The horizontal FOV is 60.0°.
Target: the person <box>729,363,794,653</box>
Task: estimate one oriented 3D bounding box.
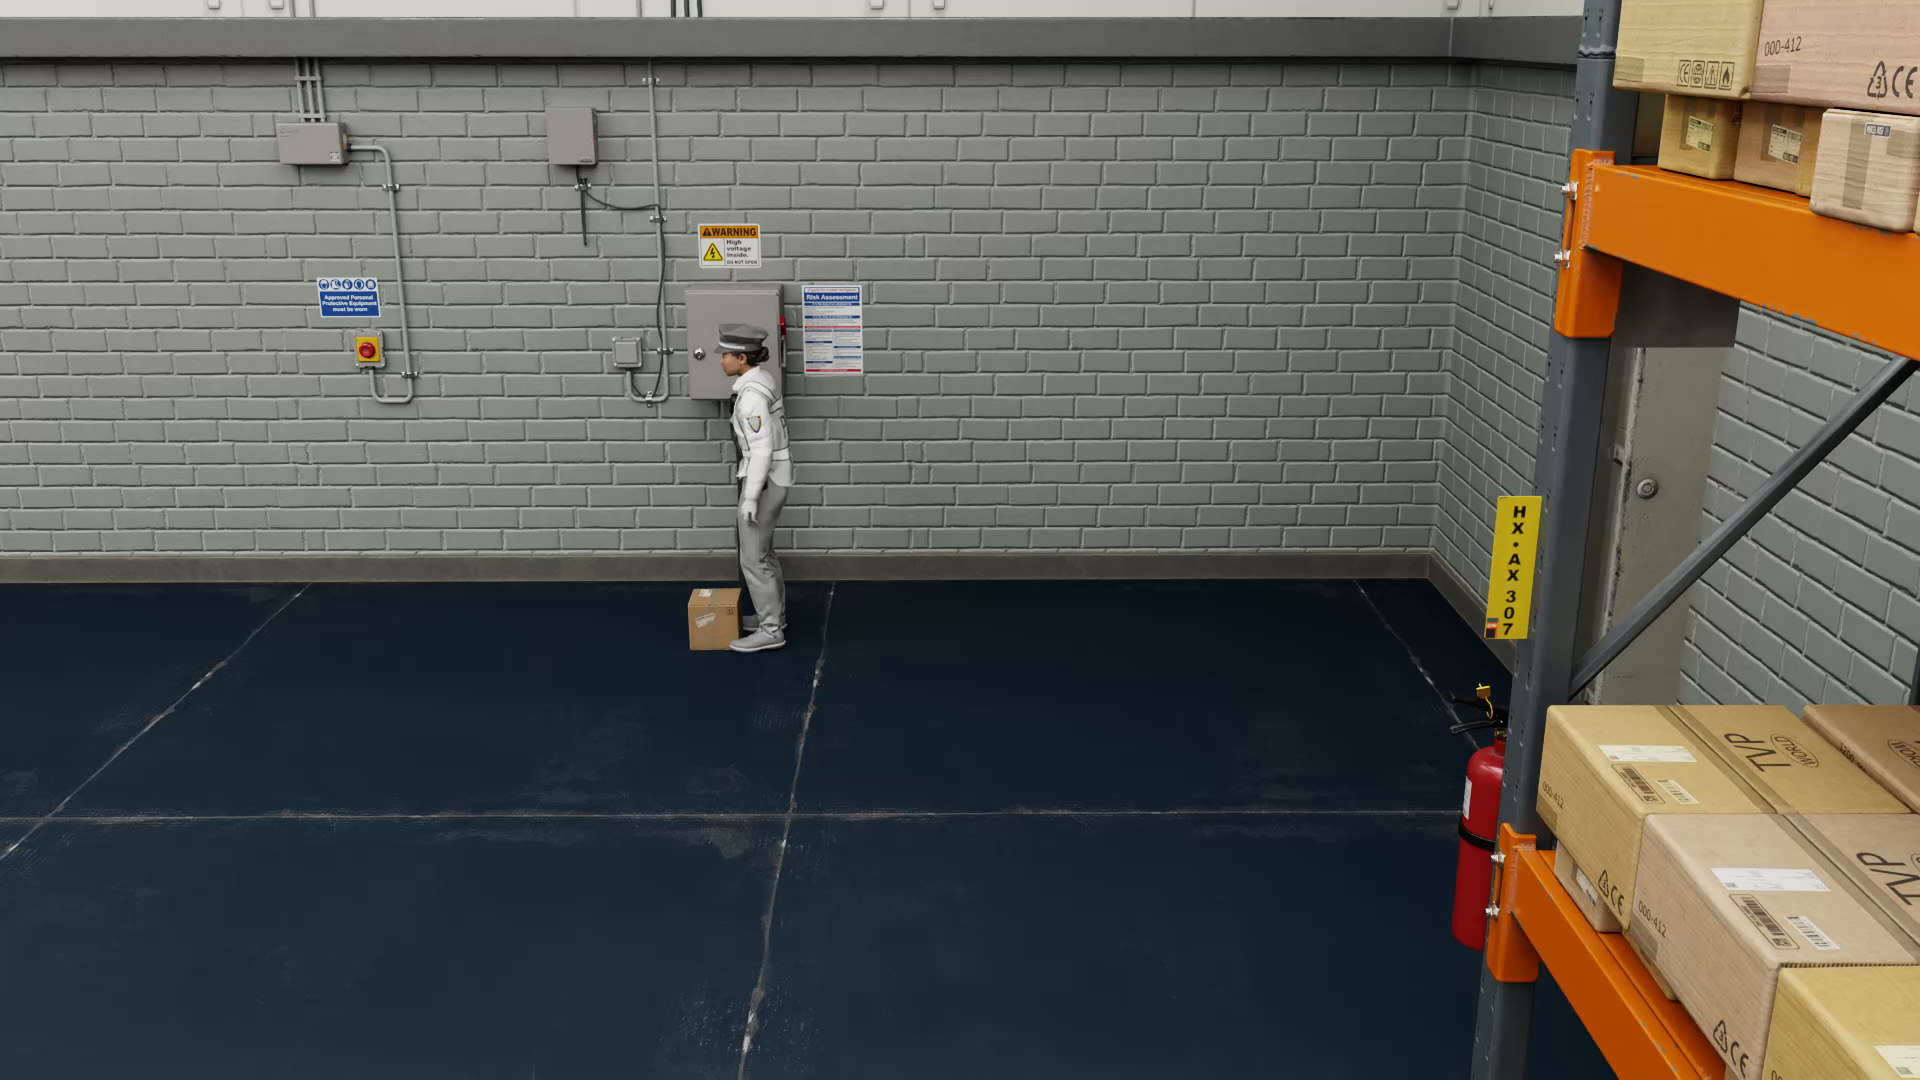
[{"bbox_3d":[-1.014,-0.170,8.426,0.353,1.463,0.547,-1,17,-4],"label":"person"}]
